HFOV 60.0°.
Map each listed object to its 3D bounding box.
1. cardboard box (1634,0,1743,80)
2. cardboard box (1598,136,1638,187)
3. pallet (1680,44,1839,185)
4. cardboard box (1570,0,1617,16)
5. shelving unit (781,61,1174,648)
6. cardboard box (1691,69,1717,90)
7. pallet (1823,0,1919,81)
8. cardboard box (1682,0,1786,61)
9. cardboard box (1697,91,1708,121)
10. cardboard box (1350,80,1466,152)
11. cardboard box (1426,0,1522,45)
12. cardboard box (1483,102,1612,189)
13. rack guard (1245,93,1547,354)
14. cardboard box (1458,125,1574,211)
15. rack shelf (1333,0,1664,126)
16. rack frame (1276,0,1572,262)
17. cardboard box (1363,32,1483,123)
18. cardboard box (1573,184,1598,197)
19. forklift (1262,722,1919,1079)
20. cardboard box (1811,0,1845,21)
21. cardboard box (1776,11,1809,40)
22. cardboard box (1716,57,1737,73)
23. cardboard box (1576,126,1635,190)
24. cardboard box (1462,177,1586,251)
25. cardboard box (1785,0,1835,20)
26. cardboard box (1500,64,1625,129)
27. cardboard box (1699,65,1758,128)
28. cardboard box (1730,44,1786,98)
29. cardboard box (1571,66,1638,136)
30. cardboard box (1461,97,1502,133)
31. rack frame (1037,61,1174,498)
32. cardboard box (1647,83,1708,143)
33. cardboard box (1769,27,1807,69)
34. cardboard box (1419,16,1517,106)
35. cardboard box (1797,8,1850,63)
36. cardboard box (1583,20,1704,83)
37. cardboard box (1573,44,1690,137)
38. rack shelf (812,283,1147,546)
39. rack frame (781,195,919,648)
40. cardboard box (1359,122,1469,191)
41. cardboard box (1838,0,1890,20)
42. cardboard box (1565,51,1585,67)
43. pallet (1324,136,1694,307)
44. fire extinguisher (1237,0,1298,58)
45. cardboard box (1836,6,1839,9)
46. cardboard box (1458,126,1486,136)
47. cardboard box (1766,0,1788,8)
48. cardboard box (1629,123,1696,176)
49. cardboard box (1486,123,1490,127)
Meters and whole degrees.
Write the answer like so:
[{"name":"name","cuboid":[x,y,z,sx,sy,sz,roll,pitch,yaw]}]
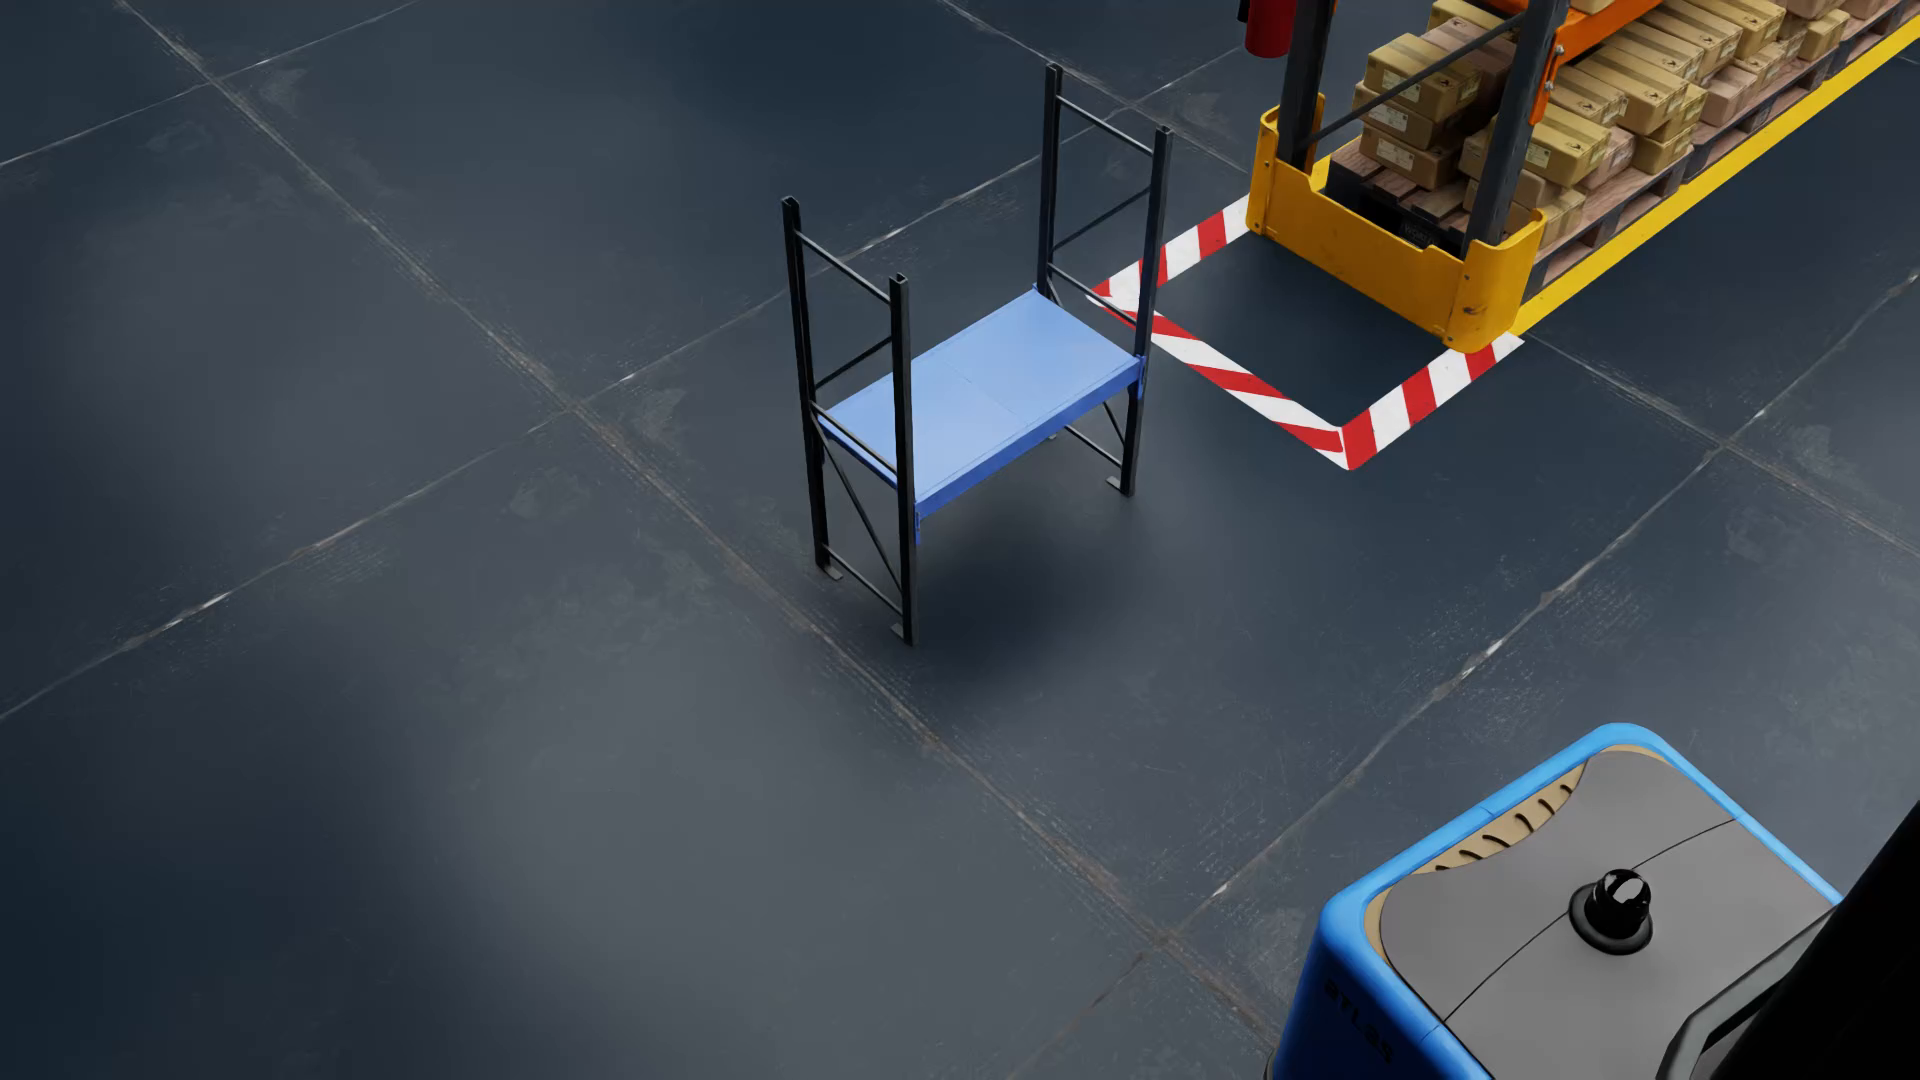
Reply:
[{"name":"cardboard box","cuboid":[2.985,-2.088,6.885,0.250,0.149,0.380,-32,55,-26]},{"name":"cardboard box","cuboid":[2.554,-1.641,6.877,0.250,0.149,0.380,-33,55,-27]},{"name":"pallet","cuboid":[3.217,-2.154,7.594,1.213,0.211,1.003,-34,56,-27]},{"name":"cardboard box","cuboid":[2.094,-1.977,5.704,0.250,0.149,0.380,-34,56,-27]},{"name":"shelving unit","cuboid":[0.063,-0.551,5.238,1.048,1.500,0.538,-34,56,-27]},{"name":"cardboard box","cuboid":[2.951,-2.000,7.006,0.380,0.149,0.250,36,57,29]},{"name":"pallet","cuboid":[4.120,-2.761,8.154,1.213,0.211,1.003,-34,56,-27]},{"name":"cardboard box","cuboid":[3.210,-2.193,6.982,0.250,0.149,0.380,-33,55,-27]},{"name":"cardboard box","cuboid":[2.942,-1.886,7.103,0.250,0.149,0.380,-34,56,-27]},{"name":"cardboard box","cuboid":[1.832,-1.773,6.796,0.250,0.149,0.380,-35,56,-28]},{"name":"cardboard box","cuboid":[2.185,-2.147,6.939,0.250,0.149,0.380,-35,56,-28]},{"name":"cardboard box","cuboid":[2.250,-1.532,6.371,0.250,0.149,0.380,-36,57,-29]},{"name":"rack guard","cuboid":[1.690,-1.270,6.581,0.348,0.500,1.175,-34,56,-27]},{"name":"cardboard box","cuboid":[2.194,-1.476,6.522,0.250,0.149,0.380,-32,55,-26]},{"name":"rack shelf","cuboid":[3.113,-2.825,6.805,4.000,0.370,1.077,-34,56,-27]},{"name":"rack frame","cuboid":[1.633,-2.080,5.628,0.127,3.000,1.000,-34,56,-27]},{"name":"cardboard box","cuboid":[1.855,-1.857,6.672,0.250,0.149,0.380,-33,55,-27]},{"name":"cardboard box","cuboid":[2.375,-1.514,6.760,0.250,0.149,0.380,-34,56,-27]},{"name":"forklift","cuboid":[1.981,1.242,2.610,1.130,2.935,3.031,-26,52,-22]},{"name":"cardboard box","cuboid":[3.769,-2.516,7.482,0.250,0.149,0.380,-32,55,-26]},{"name":"cardboard box","cuboid":[3.557,-2.394,7.370,0.380,0.149,0.250,36,57,29]},{"name":"cardboard box","cuboid":[3.124,-2.157,7.151,0.250,0.149,0.380,-31,54,-25]},{"name":"cardboard box","cuboid":[2.434,-1.581,6.619,0.250,0.149,0.380,-34,56,-27]},{"name":"cardboard box","cuboid":[2.236,-1.341,6.600,0.250,0.149,0.380,-33,55,-26]},{"name":"cardboard box","cuboid":[3.589,-2.433,7.203,0.250,0.149,0.380,-36,57,-28]},{"name":"cardboard box","cuboid":[2.373,-1.733,6.558,0.250,0.149,0.380,-33,55,-27]},{"name":"cardboard box","cuboid":[3.184,-1.962,7.173,0.380,0.149,0.250,36,57,29]},{"name":"cardboard box","cuboid":[3.372,-2.113,7.312,0.250,0.149,0.380,-34,56,-27]},{"name":"cardboard box","cuboid":[2.556,-1.750,6.775,0.250,0.149,0.380,-33,55,-27]},{"name":"cardboard box","cuboid":[2.062,-1.873,6.888,0.250,0.149,0.380,-35,56,-28]},{"name":"rack frame","cuboid":[0.439,-0.802,5.470,0.032,1.500,0.500,-34,56,-27]},{"name":"cardboard box","cuboid":[2.819,-1.818,6.838,0.250,0.149,0.380,-32,55,-26]},{"name":"cardboard box","cuboid":[3.528,-2.250,7.439,0.250,0.149,0.380,-33,55,-27]},{"name":"cardboard box","cuboid":[2.079,-1.950,6.757,0.250,0.149,0.380,-33,55,-26]},{"name":"cardboard box","cuboid":[3.766,-2.342,7.524,0.250,0.149,0.380,-34,56,-27]},{"name":"cardboard box","cuboid":[2.773,-1.956,6.763,0.380,0.149,0.250,36,57,29]},{"name":"cardboard box","cuboid":[2.645,-1.788,6.608,0.250,0.149,0.380,-34,56,-27]},{"name":"rack shelf","cuboid":[0.063,-0.429,5.370,1.000,0.185,0.538,-34,56,-27]},{"name":"rack frame","cuboid":[-0.313,-0.299,5.006,0.032,1.500,0.500,-34,56,-27]},{"name":"cardboard box","cuboid":[1.883,-1.629,6.866,0.250,0.149,0.380,-33,55,-27]},{"name":"cardboard box","cuboid":[4.131,-2.605,7.767,0.250,0.149,0.380,-36,57,-28]},{"name":"cardboard box","cuboid":[2.483,-2.107,7.105,0.250,0.149,0.380,-34,56,-28]},{"name":"pallet","cuboid":[2.315,-1.554,7.041,1.213,0.211,1.003,-34,56,-27]},{"name":"fire extinguisher","cuboid":[1.137,-2.054,5.910,0.183,0.674,0.296,-34,56,-27]},{"name":"cardboard box","cuboid":[3.855,-2.541,7.708,0.250,0.149,0.380,-35,56,-28]},{"name":"cardboard box","cuboid":[2.005,-1.811,7.034,0.250,0.149,0.380,-32,55,-26]},{"name":"cardboard box","cuboid":[3.332,-2.369,7.144,0.250,0.149,0.380,-34,56,-27]},{"name":"cardboard box","cuboid":[2.817,-1.708,6.939,0.250,0.149,0.380,-33,55,-27]},{"name":"cardboard box","cuboid":[2.258,-1.895,7.112,0.250,0.149,0.380,-34,56,-27]}]
